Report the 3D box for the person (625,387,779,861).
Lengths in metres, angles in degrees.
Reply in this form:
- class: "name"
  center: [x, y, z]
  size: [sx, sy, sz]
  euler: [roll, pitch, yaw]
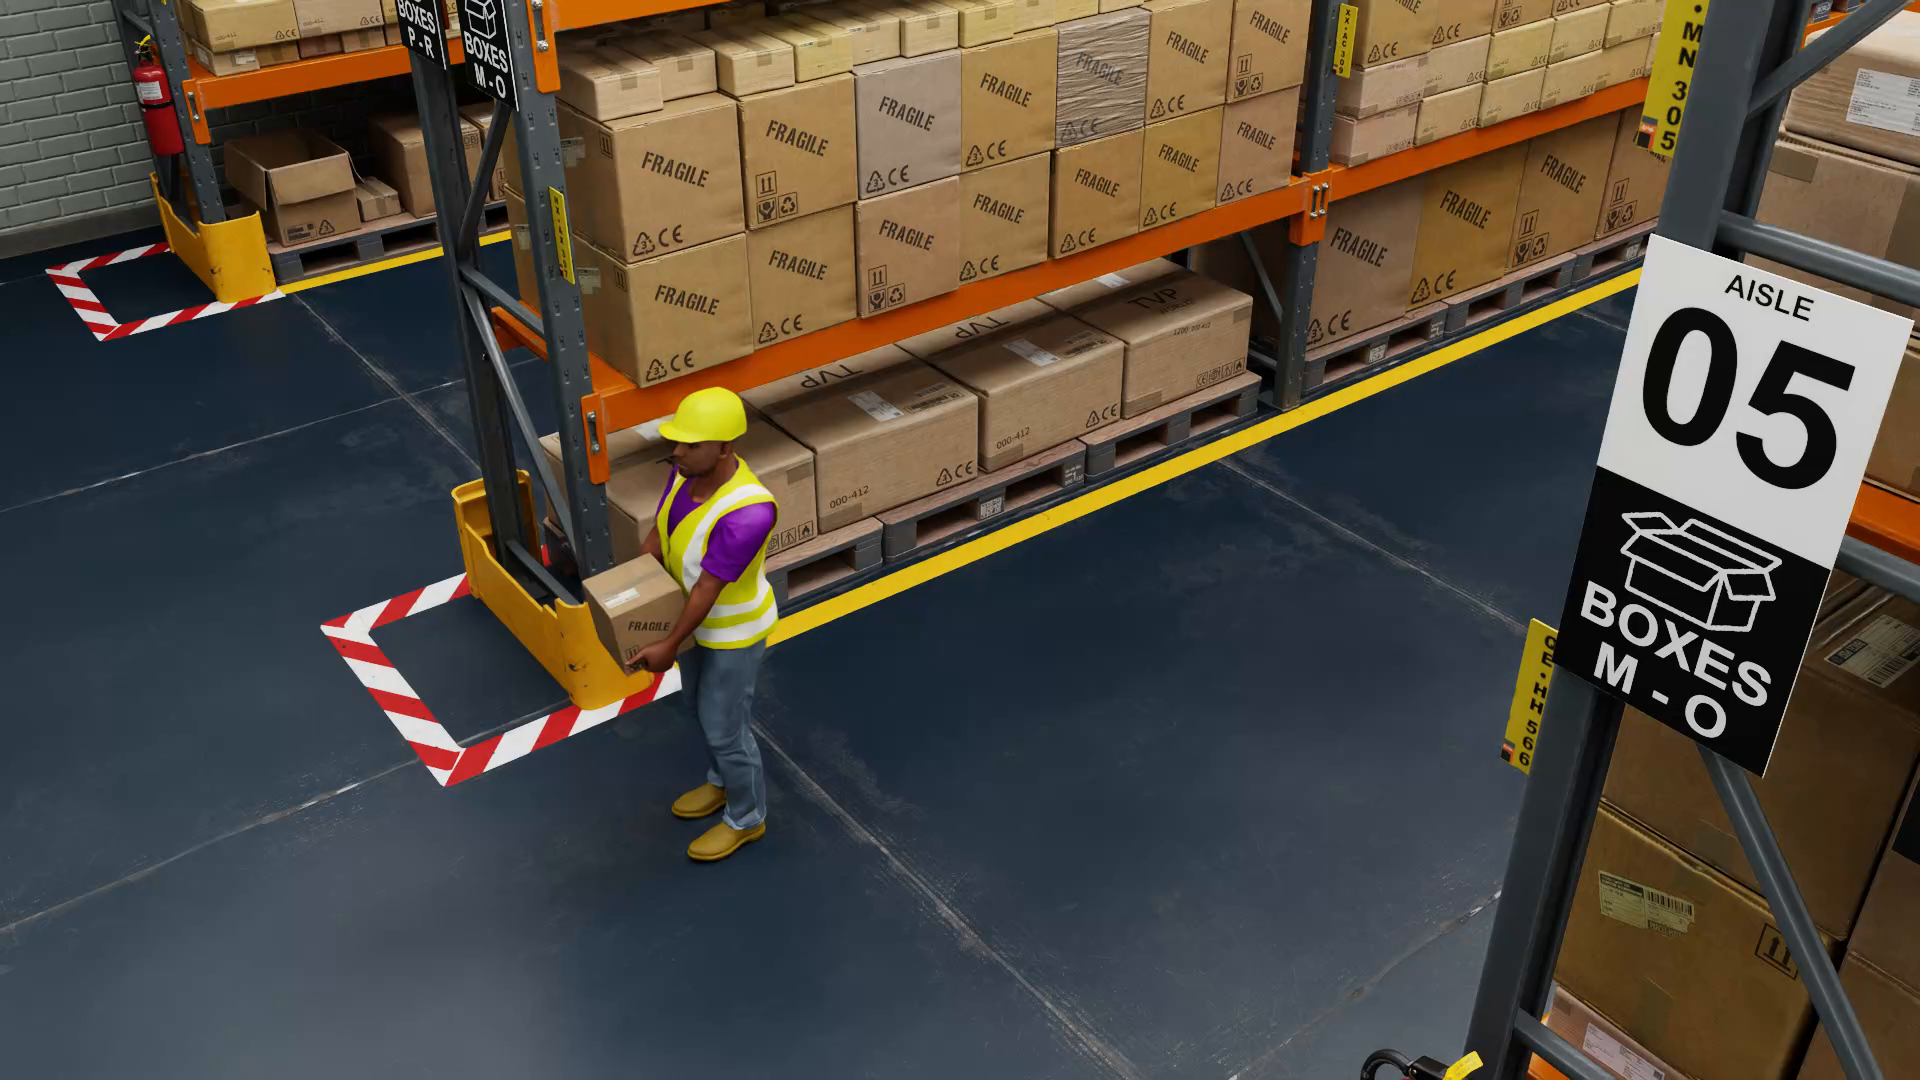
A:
- class: "person"
  center: [-0.903, 0.316, 5.610]
  size: [0.567, 1.763, 0.505]
  euler: [-18, 36, -27]
